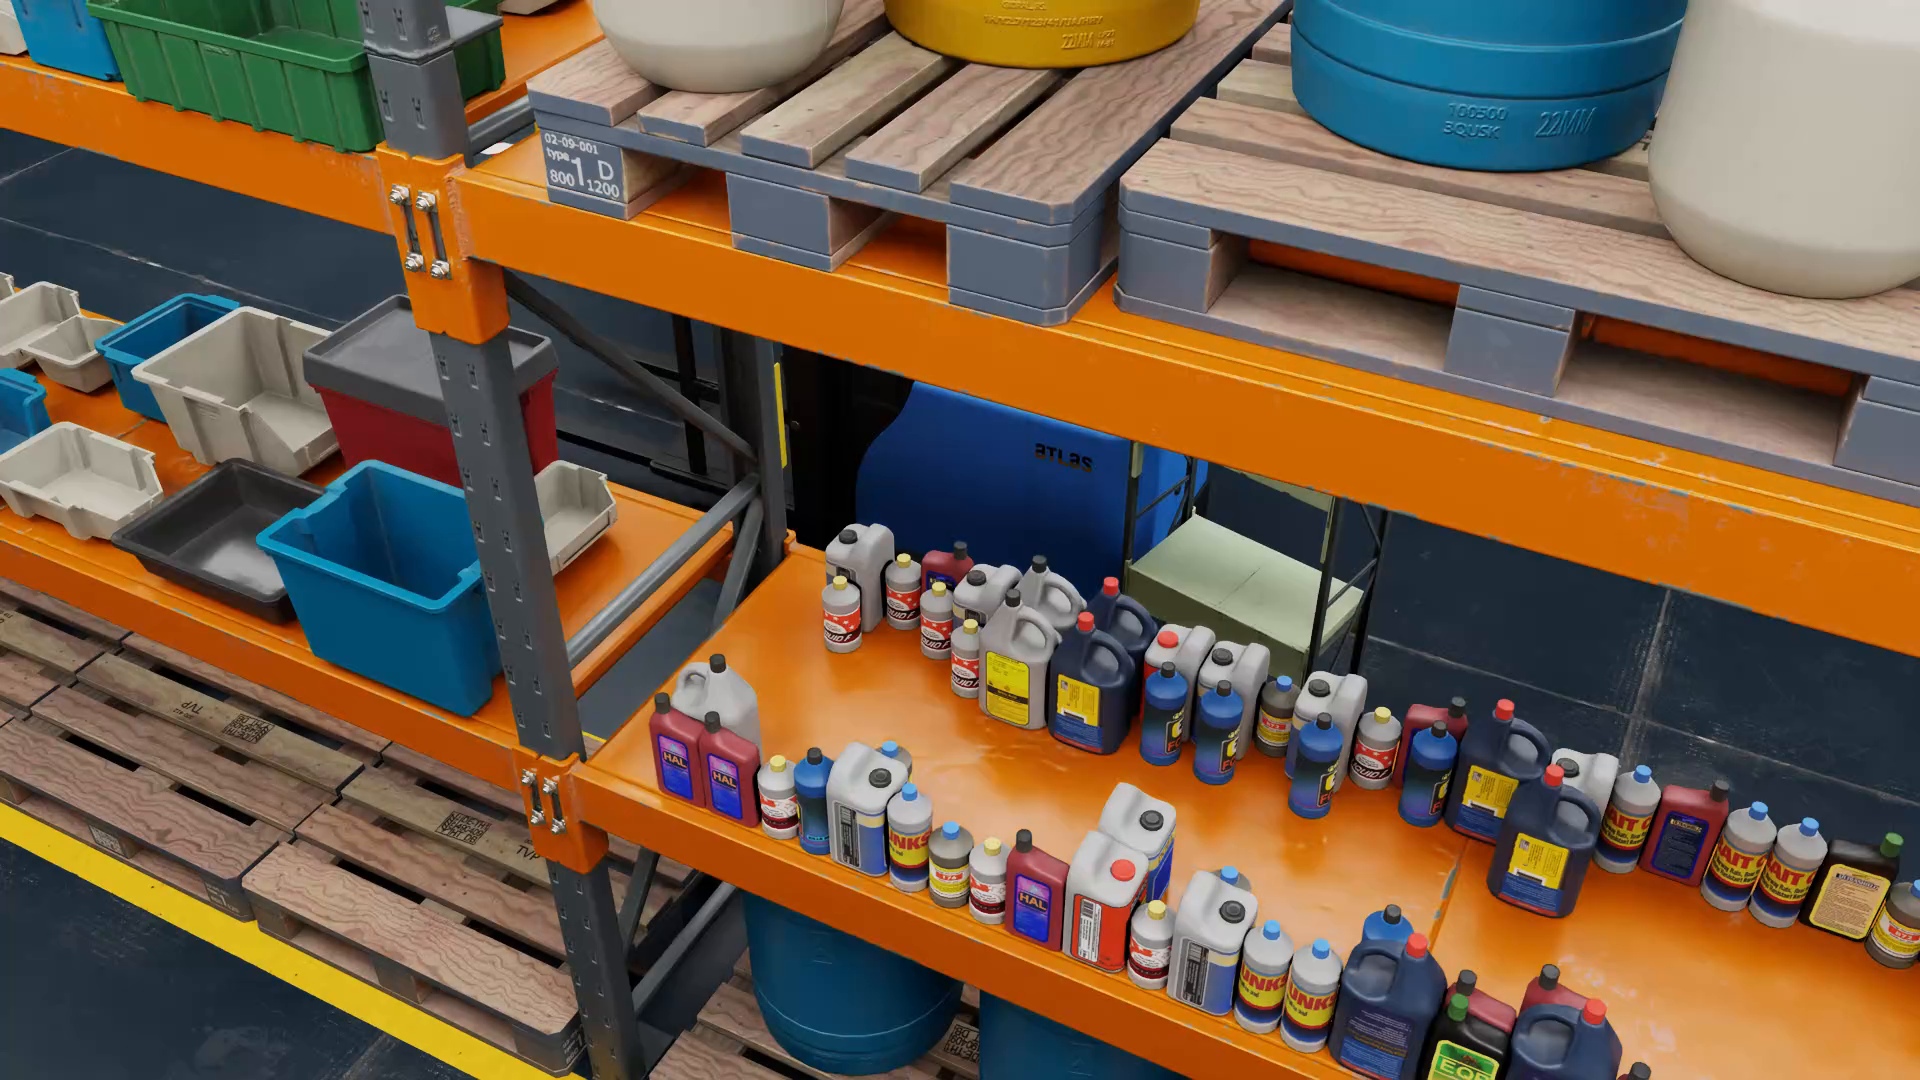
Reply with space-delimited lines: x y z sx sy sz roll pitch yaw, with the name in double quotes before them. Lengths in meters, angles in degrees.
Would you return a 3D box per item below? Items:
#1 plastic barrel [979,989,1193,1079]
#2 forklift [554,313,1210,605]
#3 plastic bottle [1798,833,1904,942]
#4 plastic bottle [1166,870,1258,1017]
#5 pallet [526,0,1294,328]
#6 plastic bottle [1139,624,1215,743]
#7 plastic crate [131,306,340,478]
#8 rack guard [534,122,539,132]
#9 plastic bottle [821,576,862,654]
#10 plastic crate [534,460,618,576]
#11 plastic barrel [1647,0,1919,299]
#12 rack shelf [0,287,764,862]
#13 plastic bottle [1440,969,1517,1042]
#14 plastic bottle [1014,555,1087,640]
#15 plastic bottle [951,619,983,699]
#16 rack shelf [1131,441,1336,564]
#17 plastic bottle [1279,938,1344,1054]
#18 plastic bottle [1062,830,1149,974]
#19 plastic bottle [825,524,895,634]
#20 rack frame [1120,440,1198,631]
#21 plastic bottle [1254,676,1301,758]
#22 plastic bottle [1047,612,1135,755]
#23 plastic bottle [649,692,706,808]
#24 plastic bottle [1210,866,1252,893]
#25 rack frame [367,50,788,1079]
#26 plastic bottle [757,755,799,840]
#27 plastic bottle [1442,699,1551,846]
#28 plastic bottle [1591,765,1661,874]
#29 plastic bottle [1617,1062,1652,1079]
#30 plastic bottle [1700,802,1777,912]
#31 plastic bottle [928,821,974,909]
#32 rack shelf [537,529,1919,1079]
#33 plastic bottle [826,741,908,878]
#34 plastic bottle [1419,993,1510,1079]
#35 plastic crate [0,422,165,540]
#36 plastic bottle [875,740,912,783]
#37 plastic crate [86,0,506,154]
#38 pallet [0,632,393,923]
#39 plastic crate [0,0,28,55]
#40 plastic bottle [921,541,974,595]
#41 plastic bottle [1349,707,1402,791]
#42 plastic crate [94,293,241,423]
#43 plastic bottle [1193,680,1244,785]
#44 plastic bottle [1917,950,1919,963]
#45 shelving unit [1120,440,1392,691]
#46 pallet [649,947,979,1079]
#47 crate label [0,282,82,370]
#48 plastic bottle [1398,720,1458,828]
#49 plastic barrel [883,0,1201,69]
"plastic barrel" 0.347 1.118 4.184 0.708 0.901 0.600 17 41 21
"forklift" -0.561 -1.341 6.092 3.031 2.935 1.130 17 40 21
"plastic bottle" 1.846 0.703 3.440 0.133 0.283 0.061 17 41 21
"plastic bottle" 0.507 0.797 3.322 0.135 0.276 0.152 17 41 21
"pallet" -0.016 -0.862 3.079 1.003 0.211 1.213 17 41 21
"plastic bottle" 0.514 0.320 3.950 0.135 0.276 0.152 17 41 21
"plastic crate" -2.028 -0.408 4.855 0.530 0.282 0.437 17 41 21
"rack guard" -2.052 -2.690 9.880 0.348 0.500 1.175 17 41 21
"plastic bottle" -0.299 0.180 4.197 0.097 0.201 0.097 0 37 0
"plastic crate" -1.104 -0.033 4.480 0.243 0.136 0.396 17 41 21
"plastic barrel" 1.152 -0.624 2.150 0.433 0.535 0.433 0 37 0
"rack shelf" -2.533 -0.177 5.097 4.000 0.370 1.077 17 41 21
"plastic bottle" 0.970 0.929 3.142 0.133 0.283 0.061 17 41 21
"plastic bottle" 0.210 0.192 4.057 0.185 0.351 0.144 17 41 21
"plastic bottle" 0.026 0.281 4.063 0.097 0.201 0.097 0 37 0
"rack shelf" 0.968 -0.309 5.271 0.720 0.370 0.431 27 45 31
"plastic bottle" 0.684 0.873 3.226 0.097 0.271 0.097 0 37 0
"plastic bottle" 0.301 0.733 3.407 0.135 0.276 0.152 17 41 21
"plastic bottle" -0.258 0.078 4.269 0.135 0.276 0.152 17 41 21
"rack frame" 0.689 -0.141 5.696 0.023 1.500 0.400 27 45 31
"plastic bottle" 0.749 0.404 3.901 0.097 0.201 0.097 0 37 0
"plastic bottle" 0.308 0.321 3.887 0.185 0.351 0.144 17 41 21
"plastic bottle" -0.627 0.470 3.746 0.133 0.283 0.061 17 41 21
"plastic bottle" 0.548 0.755 3.439 0.097 0.201 0.097 0 37 0
"rack frame" -0.757 0.092 4.147 0.127 3.000 1.000 17 41 21
"plastic bottle" -0.398 0.562 3.693 0.097 0.201 0.097 0 37 0
"plastic bottle" 1.188 0.498 3.653 0.185 0.351 0.144 17 41 21
"plastic bottle" 1.444 0.594 3.593 0.097 0.271 0.097 0 37 0
"plastic bottle" 1.225 1.050 2.982 0.133 0.283 0.061 17 41 21
"plastic bottle" 1.649 0.658 3.508 0.097 0.271 0.097 0 37 0
"plastic bottle" -0.019 0.681 3.537 0.097 0.201 0.097 0 37 0
"rack shelf" 1.019 0.935 3.632 4.000 0.370 1.077 17 41 21
"plastic bottle" -0.196 0.577 3.612 0.135 0.276 0.152 17 41 21
"plastic bottle" 0.942 0.961 3.099 0.133 0.283 0.061 17 41 21
"plastic crate" -2.441 -0.149 4.634 0.466 0.136 0.293 17 41 21
"plastic bottle" -0.155 0.534 3.729 0.097 0.201 0.097 0 37 0
"plastic crate" -1.272 -0.973 3.246 0.662 0.188 0.450 17 41 21
"pallet" -2.515 0.681 5.678 1.213 0.211 1.003 17 41 21
"plastic crate" -2.061 -1.147 3.517 0.466 0.136 0.293 17 41 21
"plastic bottle" -0.032 0.115 4.214 0.133 0.283 0.061 17 41 21
"plastic bottle" 0.955 0.469 3.816 0.097 0.201 0.097 0 37 0
"plastic crate" -2.367 -0.544 5.074 0.300 0.233 0.416 17 41 21
"plastic bottle" 0.593 0.431 3.808 0.097 0.271 0.097 0 37 0
"plastic bottle" 2.051 0.767 3.355 0.133 0.283 0.061 17 41 21
"shelving unit" 0.968 0.002 5.507 0.755 1.500 0.431 27 45 31
"pallet" -0.091 1.440 4.678 1.213 0.211 1.003 17 41 21
"crate label" -2.992 -0.656 5.302 0.243 0.136 0.396 17 41 21
"plastic bottle" 1.046 0.511 3.703 0.097 0.271 0.097 0 37 0
"plastic barrel" 0.147 -1.200 2.866 0.600 0.588 0.600 0 37 0
